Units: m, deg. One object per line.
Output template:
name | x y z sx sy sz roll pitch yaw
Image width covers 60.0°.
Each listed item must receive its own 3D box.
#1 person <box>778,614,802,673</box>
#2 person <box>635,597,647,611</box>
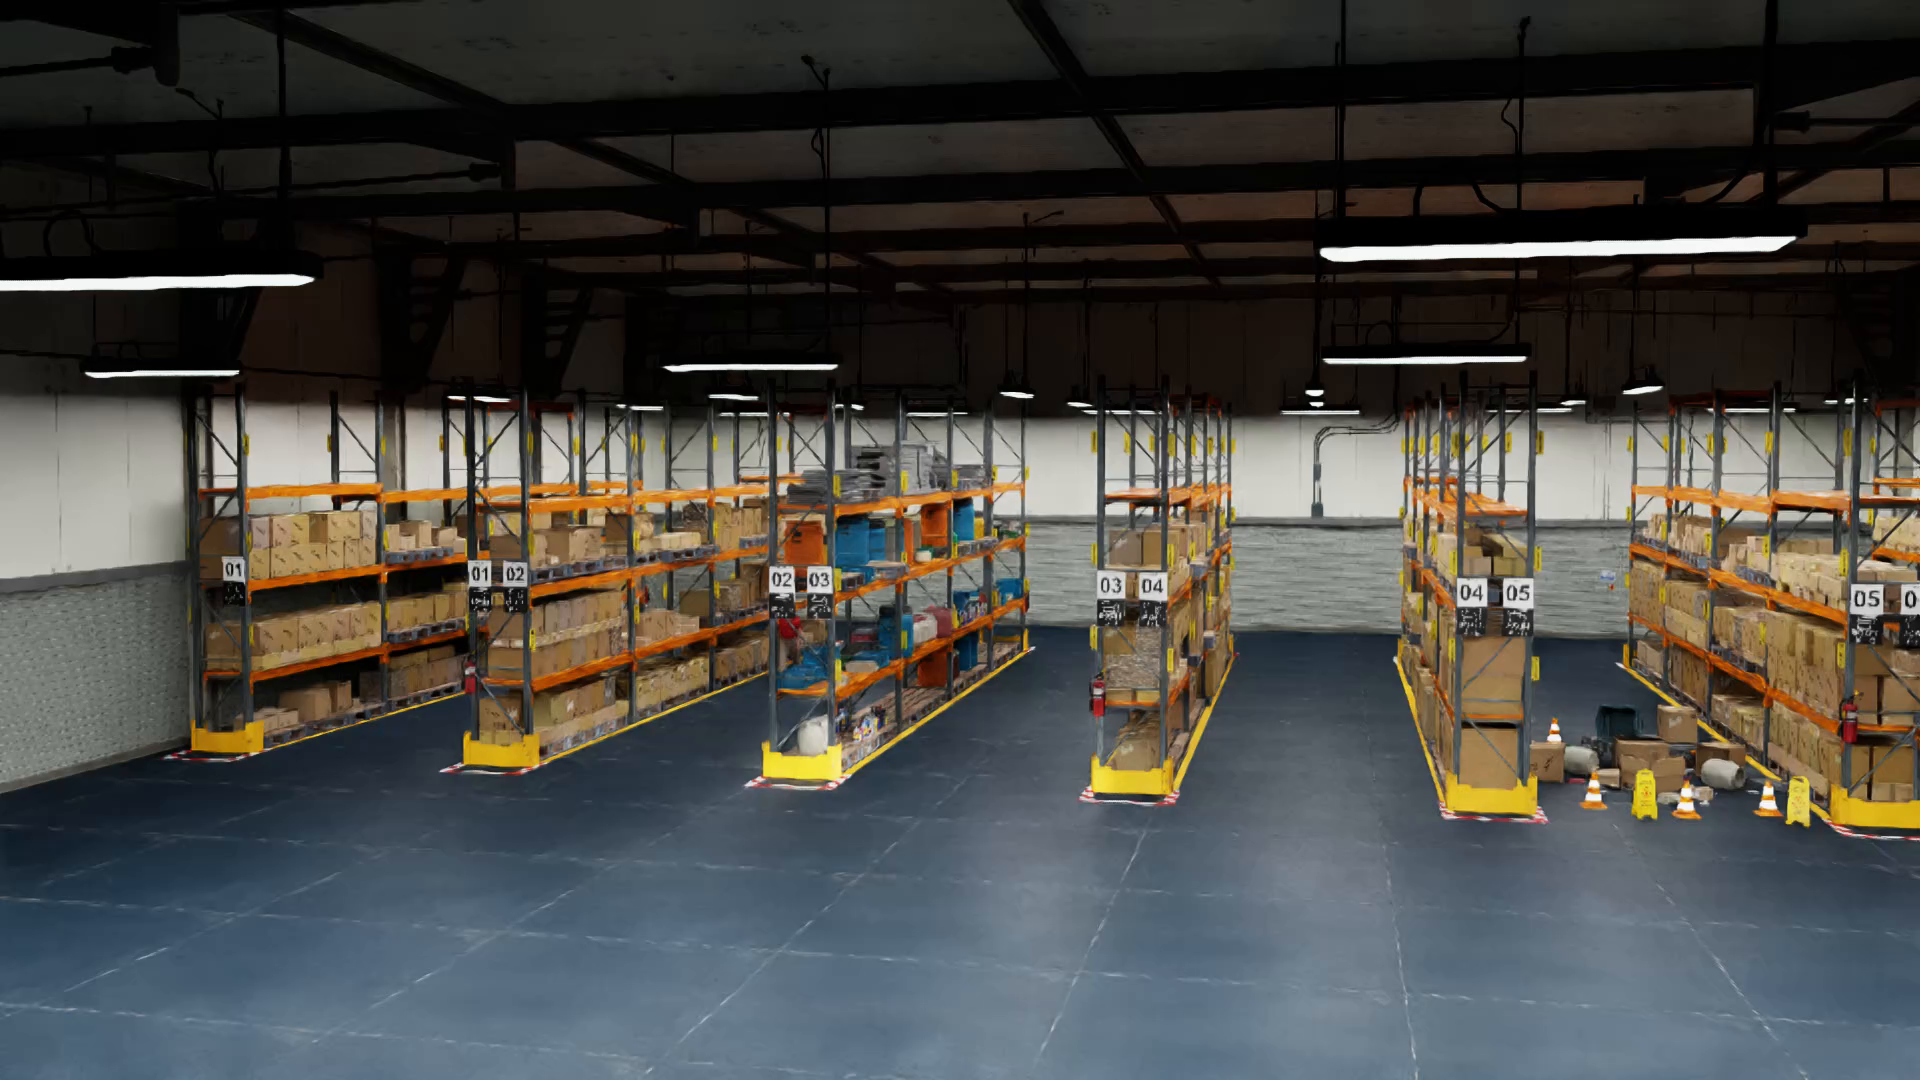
person | -3.591 2.154 35.122 0.556 1.669 1.031 1 3 12
person | -8.447 1.647 43.861 0.672 1.675 0.518 -3 4 -43
